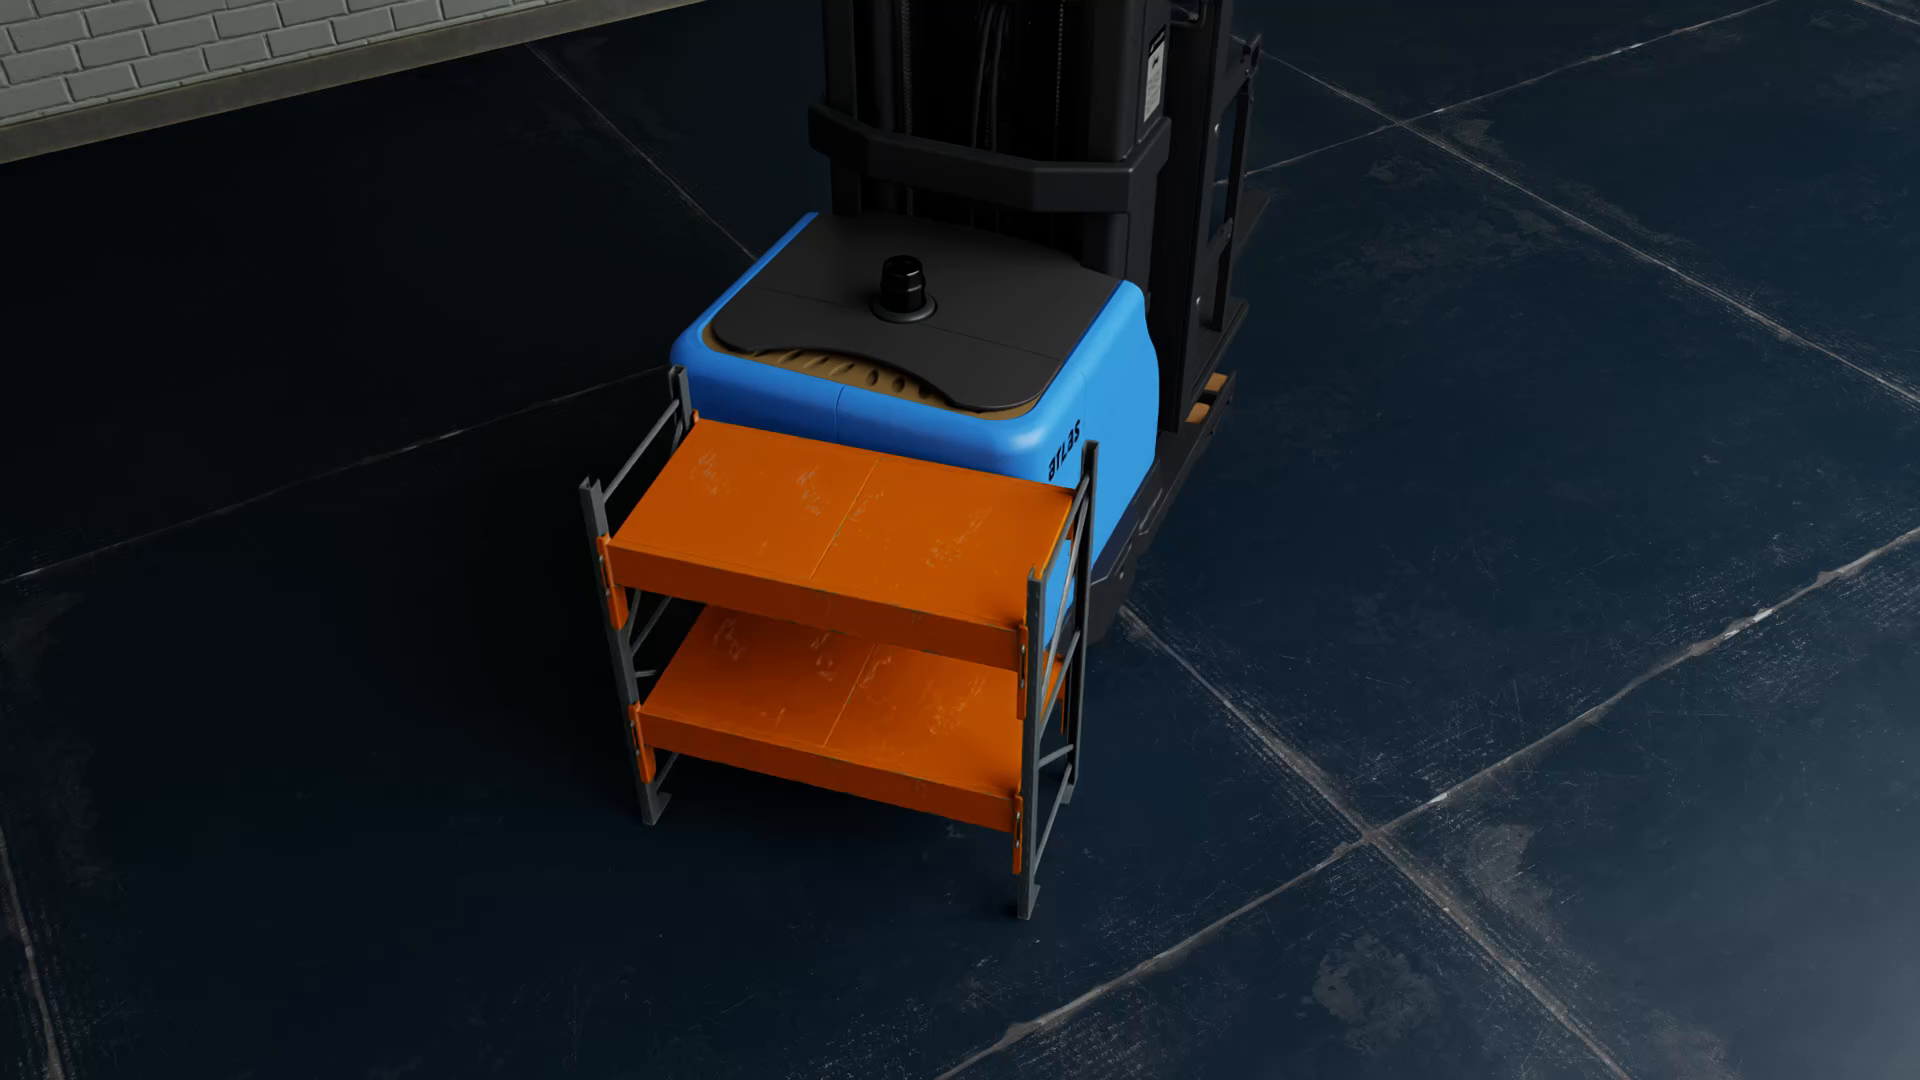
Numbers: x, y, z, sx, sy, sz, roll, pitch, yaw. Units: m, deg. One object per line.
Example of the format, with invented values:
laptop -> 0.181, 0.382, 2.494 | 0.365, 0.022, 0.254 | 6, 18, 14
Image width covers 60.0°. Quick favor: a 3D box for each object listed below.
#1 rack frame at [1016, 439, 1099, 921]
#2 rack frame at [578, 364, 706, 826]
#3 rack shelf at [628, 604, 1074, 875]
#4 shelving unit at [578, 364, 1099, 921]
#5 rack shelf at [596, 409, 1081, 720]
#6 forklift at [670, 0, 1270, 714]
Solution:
rack frame -> 0.227, 0.358, 3.937 | 0.032, 1.125, 0.500 | 11, 42, 13
rack frame -> -0.743, 0.163, 4.171 | 0.032, 1.125, 0.500 | 11, 42, 13
rack shelf -> -0.257, 0.447, 4.212 | 1.000, 0.278, 0.538 | 11, 42, 13
shelving unit -> -0.258, 0.260, 4.054 | 1.048, 1.125, 0.538 | 11, 42, 13
rack shelf -> -0.259, 0.037, 3.865 | 1.000, 0.278, 0.538 | 11, 42, 13
forklift -> 0.304, -1.526, 4.792 | 1.130, 2.935, 3.031 | 16, 42, 18
